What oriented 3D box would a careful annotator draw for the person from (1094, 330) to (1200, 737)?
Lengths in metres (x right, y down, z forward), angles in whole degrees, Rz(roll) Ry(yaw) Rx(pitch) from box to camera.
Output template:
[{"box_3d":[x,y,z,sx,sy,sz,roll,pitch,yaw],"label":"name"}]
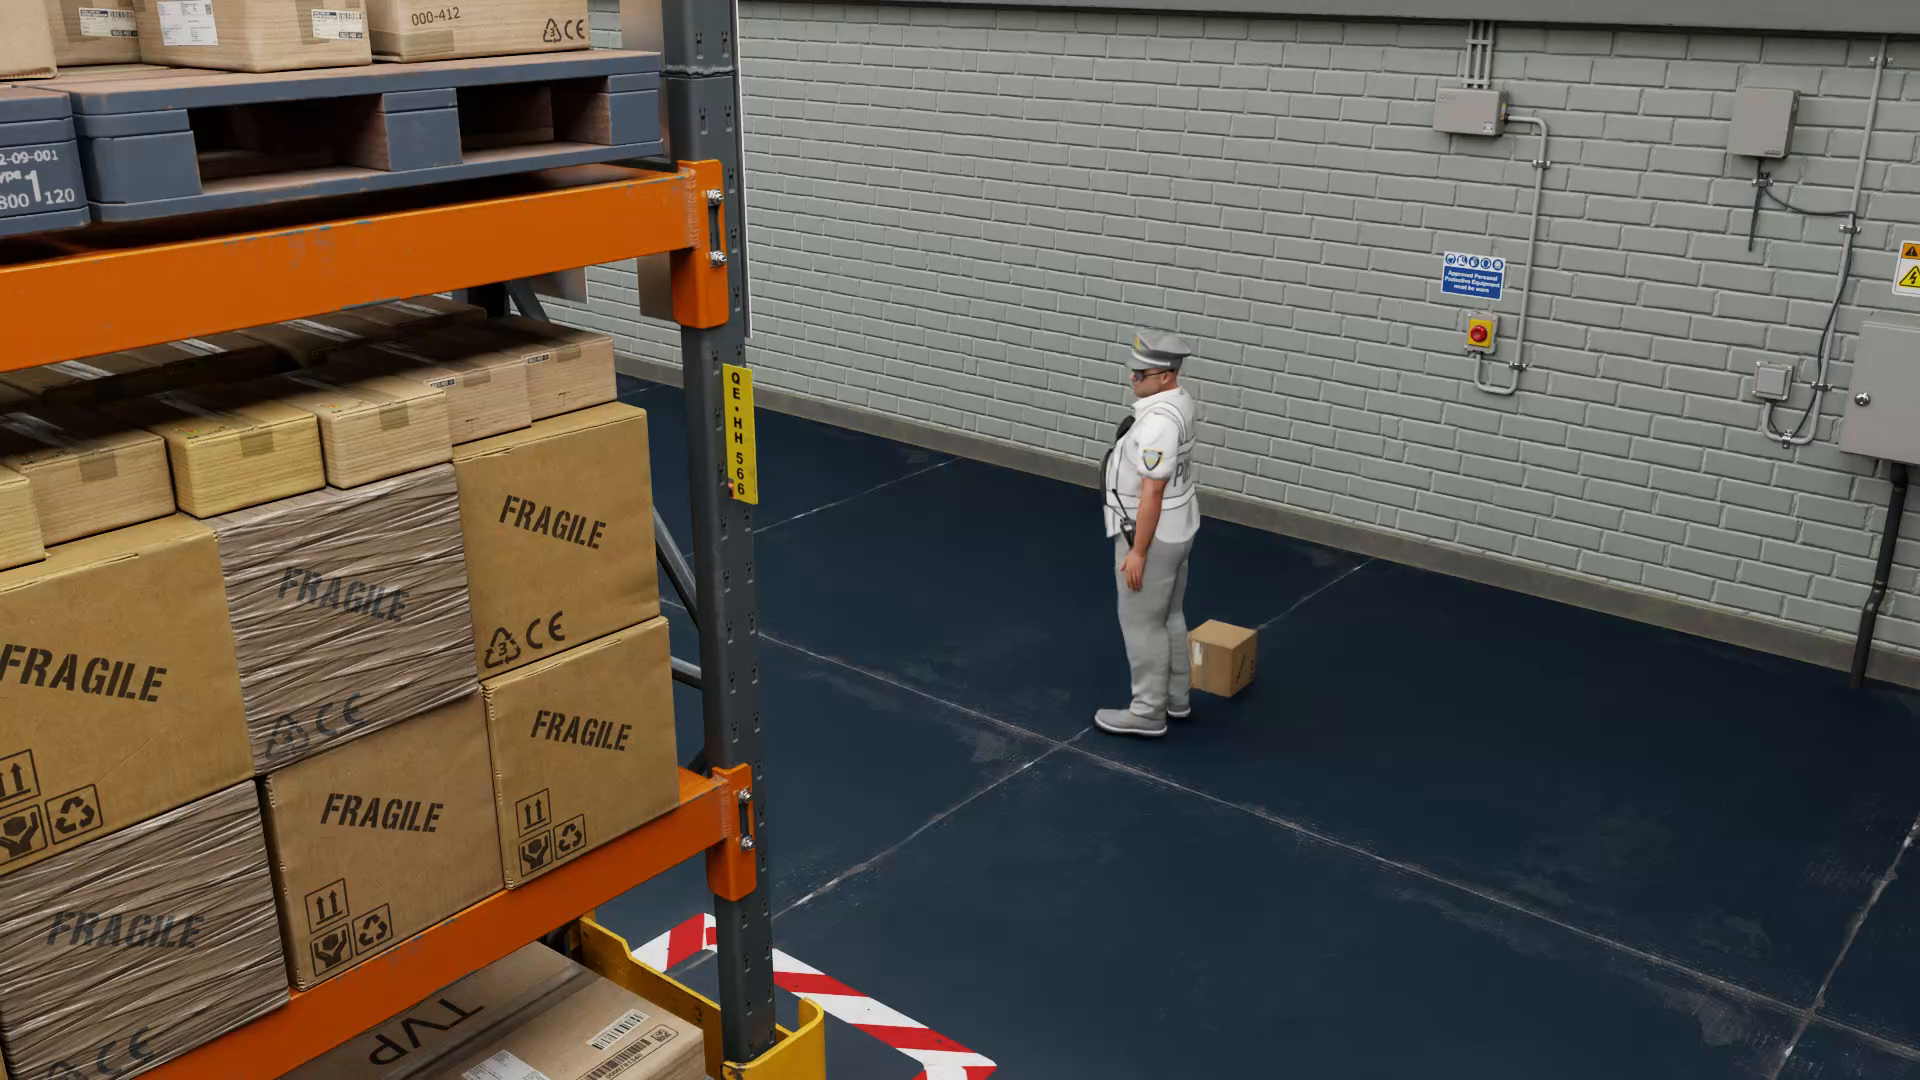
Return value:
[{"box_3d":[0.817,-0.027,7.069,0.399,1.760,0.615,8,21,20],"label":"person"}]
